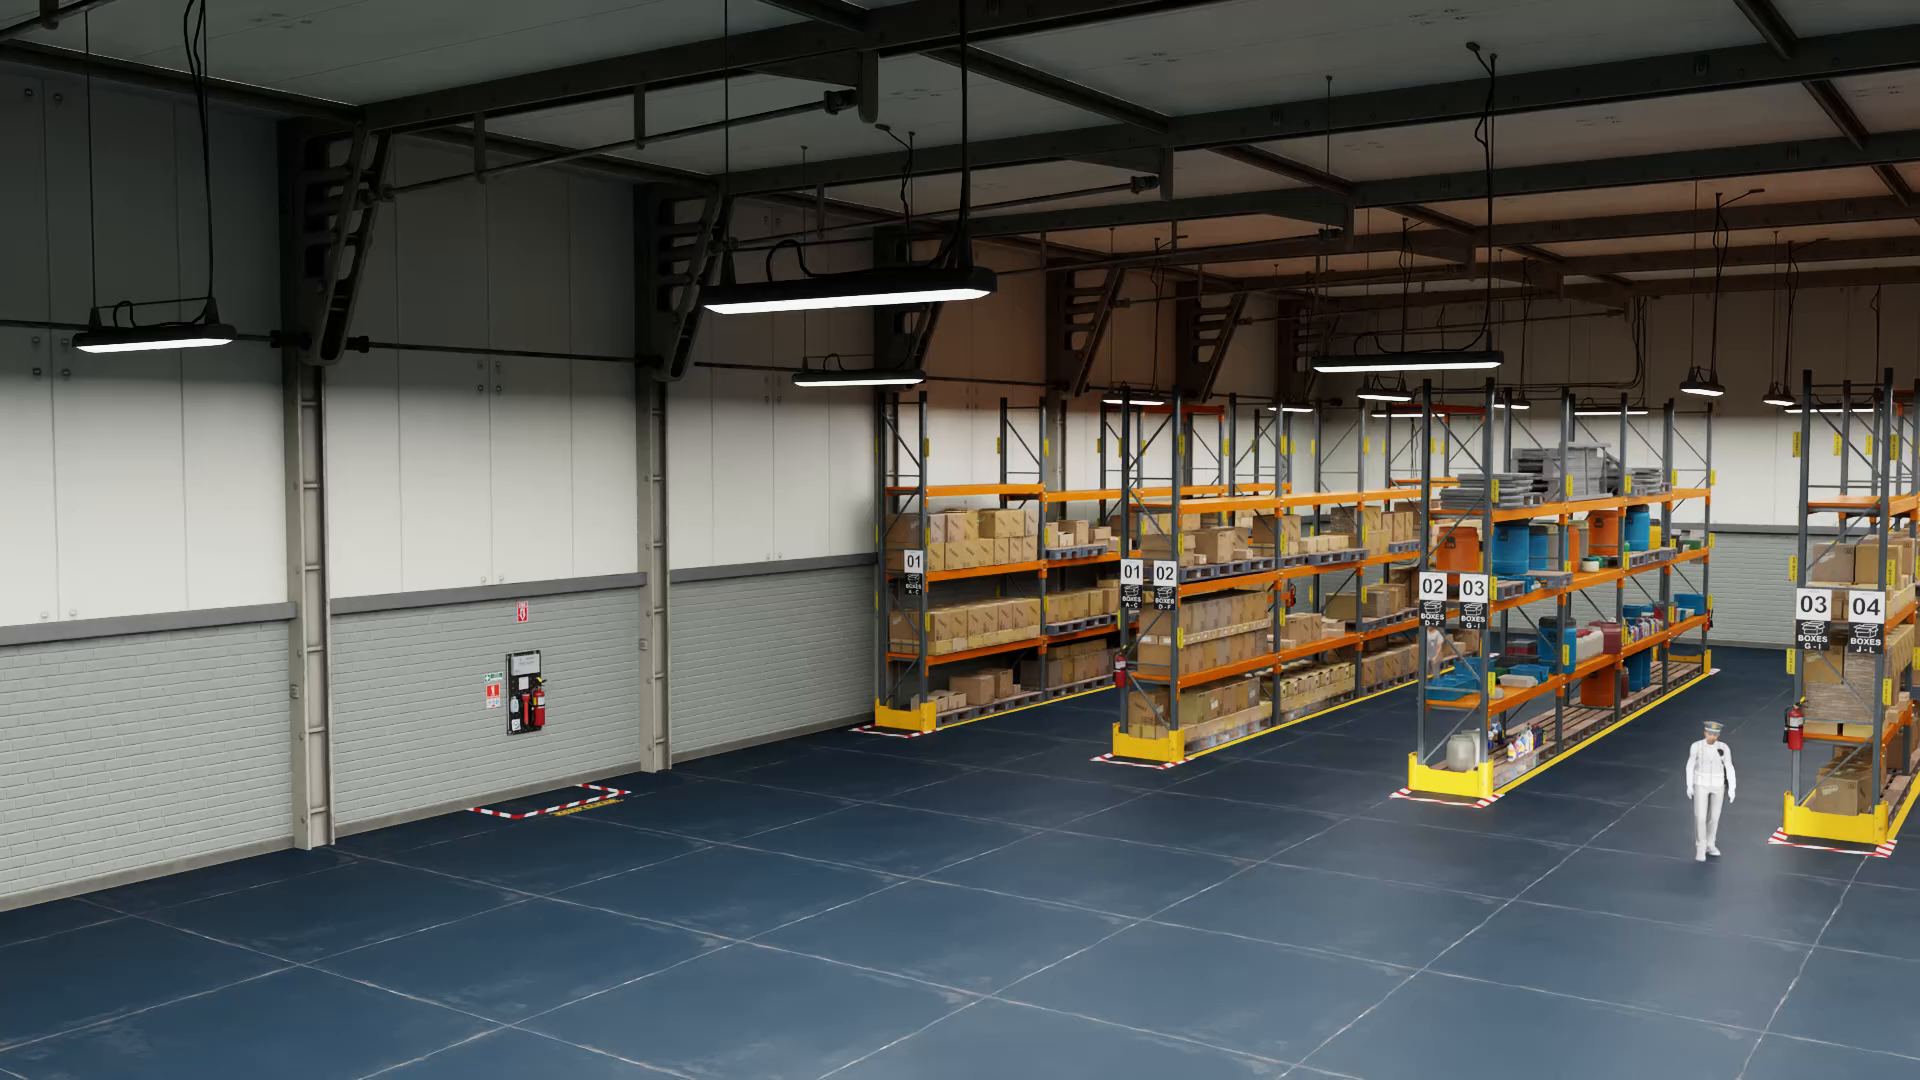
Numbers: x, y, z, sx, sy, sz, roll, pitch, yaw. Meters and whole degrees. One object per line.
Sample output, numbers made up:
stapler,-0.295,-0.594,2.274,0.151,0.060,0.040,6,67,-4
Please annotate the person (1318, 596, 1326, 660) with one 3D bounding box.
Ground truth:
person,8.259,2.080,37.399,0.565,1.667,1.068,2,4,32

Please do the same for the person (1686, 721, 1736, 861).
person,9.163,3.064,20.310,0.533,1.722,0.497,1,3,15

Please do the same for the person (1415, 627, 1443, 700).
person,9.319,2.350,32.905,0.441,1.582,1.044,1,3,25
